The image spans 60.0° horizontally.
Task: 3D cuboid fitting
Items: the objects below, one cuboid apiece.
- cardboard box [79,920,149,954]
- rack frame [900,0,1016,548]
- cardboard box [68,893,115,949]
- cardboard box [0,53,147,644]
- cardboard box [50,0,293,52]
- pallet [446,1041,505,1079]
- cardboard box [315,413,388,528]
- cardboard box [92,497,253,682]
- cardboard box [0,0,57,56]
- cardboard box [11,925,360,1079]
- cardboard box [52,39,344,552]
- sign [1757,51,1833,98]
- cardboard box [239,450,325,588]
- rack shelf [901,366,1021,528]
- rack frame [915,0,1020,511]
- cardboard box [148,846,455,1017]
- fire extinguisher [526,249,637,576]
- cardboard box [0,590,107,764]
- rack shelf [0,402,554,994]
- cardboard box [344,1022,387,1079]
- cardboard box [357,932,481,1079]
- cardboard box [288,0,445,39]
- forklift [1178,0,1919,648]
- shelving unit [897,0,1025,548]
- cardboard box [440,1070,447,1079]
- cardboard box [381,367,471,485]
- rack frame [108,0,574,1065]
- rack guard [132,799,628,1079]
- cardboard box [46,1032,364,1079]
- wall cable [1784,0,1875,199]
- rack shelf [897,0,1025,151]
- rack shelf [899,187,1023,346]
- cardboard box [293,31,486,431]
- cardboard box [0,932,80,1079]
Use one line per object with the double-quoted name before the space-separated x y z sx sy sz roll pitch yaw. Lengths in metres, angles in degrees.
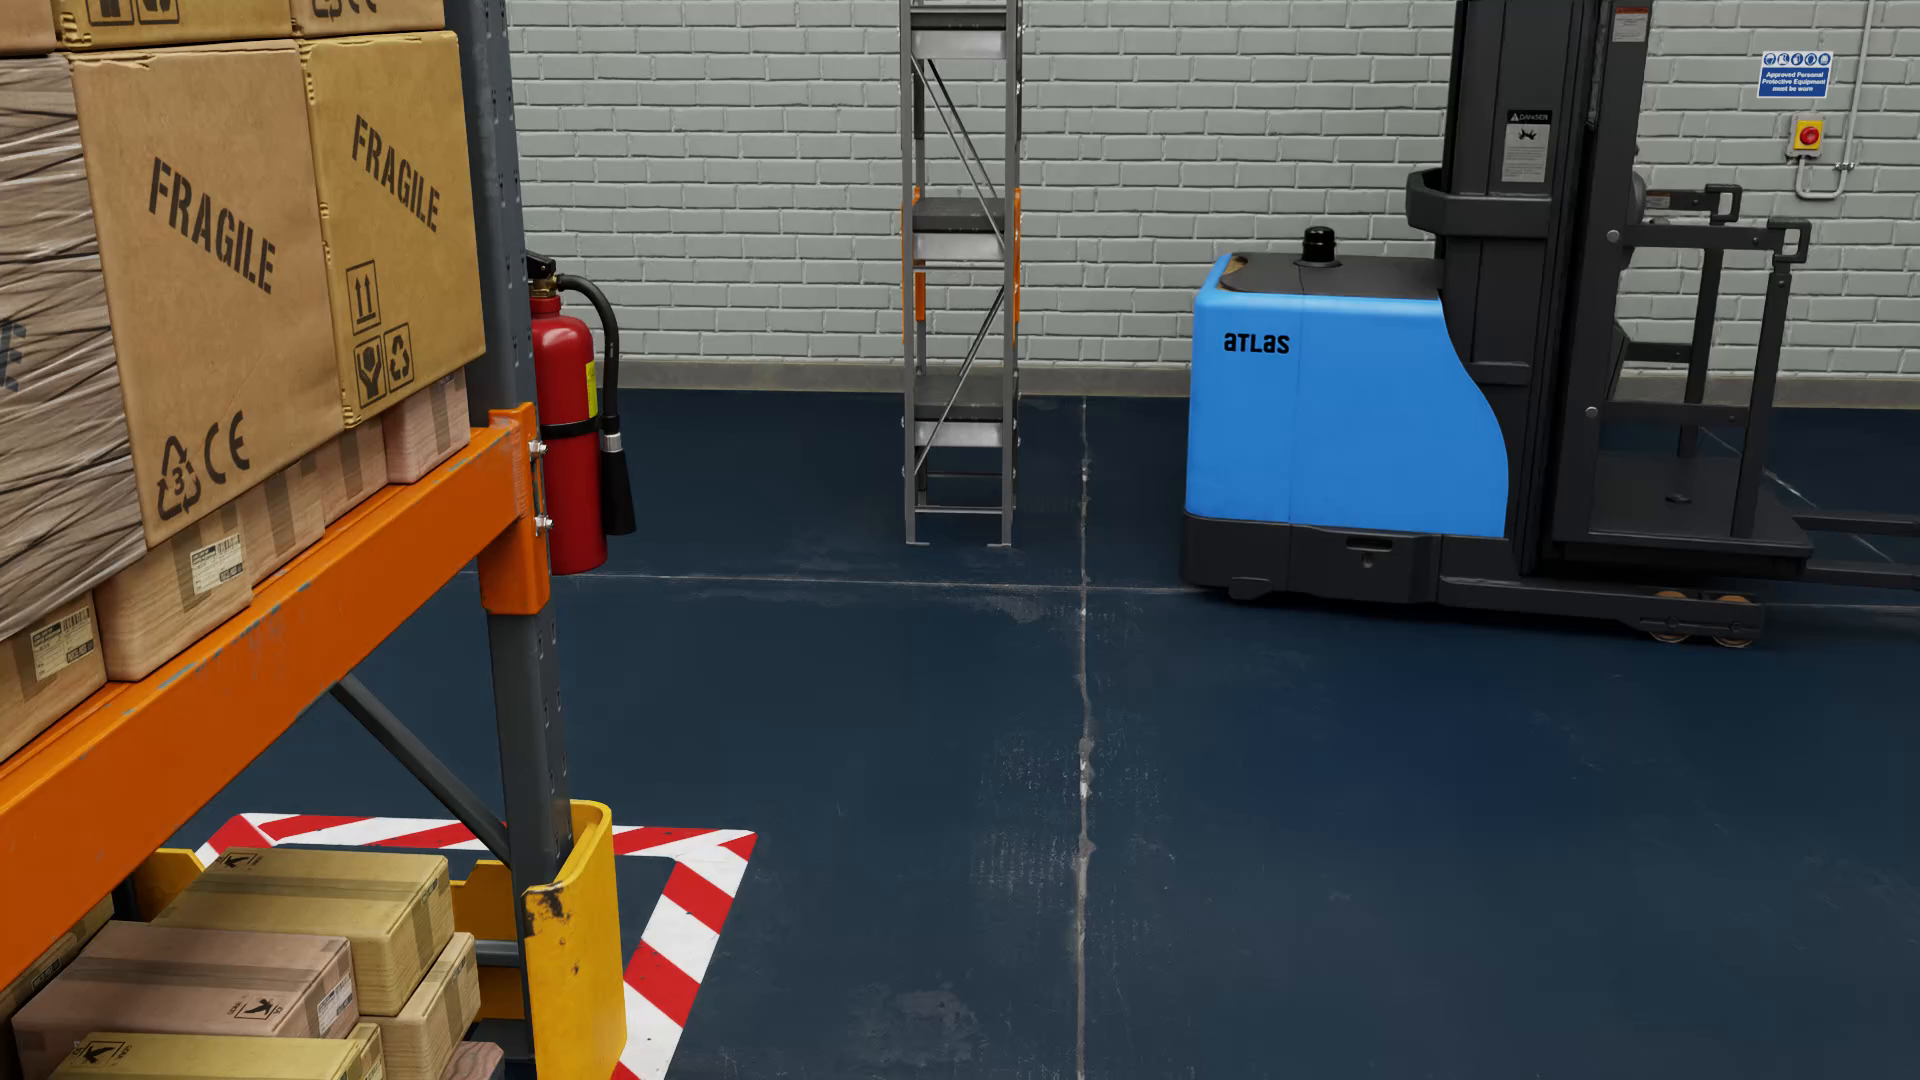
"cardboard box" -1.551 0.749 2.745 0.380 0.149 0.250 2 18 6
"rack frame" -0.006 -0.973 6.022 0.400 2.100 0.015 1 18 4
"cardboard box" -1.634 0.606 2.705 0.380 0.149 0.250 0 18 1
"cardboard box" -1.101 -0.148 1.418 0.500 0.500 0.500 1 18 4
"cardboard box" -1.078 -0.781 1.744 0.500 0.500 0.500 1 18 2
"pallet" -1.356 1.179 2.487 1.003 0.211 1.213 1 18 4
"cardboard box" -1.054 -0.118 2.370 0.380 0.149 0.250 1 18 4
"cardboard box" -1.052 0.040 1.888 0.380 0.149 0.250 2 18 5
"cardboard box" -1.106 -0.619 1.250 0.500 0.500 0.500 2 18 7
"cardboard box" -1.118 0.698 2.425 0.380 0.149 0.250 2 18 5
"cardboard box" -1.075 -0.305 1.899 0.500 0.500 0.500 1 18 3
"sign" 4.025 -2.243 8.016 0.327 0.218 0.001 1 18 4
"cardboard box" -1.057 -0.040 2.131 0.380 0.149 0.250 1 18 3
"rack shelf" 0.012 -0.371 6.475 0.431 0.518 0.480 1 18 4
"rack frame" 0.029 -1.125 6.484 0.400 2.100 0.015 1 18 4
"cardboard box" -1.042 0.621 2.659 0.380 0.149 0.250 1 18 5
"fire extinguisher" -0.779 -0.276 3.170 0.296 0.674 0.183 1 18 4
"cardboard box" -1.100 0.121 1.640 0.380 0.149 0.250 0 18 1
"rack shelf" -1.400 0.541 1.109 1.077 0.370 4.000 1 18 4
"cardboard box" -1.083 0.843 2.461 0.380 0.149 0.250 1 18 3
"cardboard box" -1.010 0.763 2.705 0.380 0.149 0.250 1 18 2
"cardboard box" -1.042 -0.938 2.224 0.500 0.500 0.500 1 18 3
"forklift" 2.337 -1.227 5.460 3.031 2.935 1.130 4 19 12
"shelving unit" 0.012 -1.049 6.253 0.431 2.100 0.503 1 18 4
"cardboard box" -1.087 0.902 2.758 0.380 0.149 0.250 2 18 5
"cardboard box" -0.999 -0.195 2.603 0.380 0.149 0.250 1 18 4
"rack frame" -1.257 -0.422 2.892 1.000 3.000 0.127 1 18 4
"rack guard" -1.263 0.790 3.210 1.175 0.500 0.348 1 18 4
"cardboard box" -1.009 0.781 2.171 0.380 0.149 0.250 1 18 3
"wall cable" 4.068 -2.592 7.834 0.585 1.953 0.123 1 18 4
"rack shelf" 0.012 -1.701 6.039 0.431 0.518 0.480 1 18 4
"rack shelf" 0.012 -1.036 6.257 0.431 0.518 0.480 1 18 4
"cardboard box" -1.033 -0.465 2.387 0.500 0.500 0.500 2 18 5
"cardboard box" -1.533 0.694 2.435 0.380 0.149 0.250 2 18 5
